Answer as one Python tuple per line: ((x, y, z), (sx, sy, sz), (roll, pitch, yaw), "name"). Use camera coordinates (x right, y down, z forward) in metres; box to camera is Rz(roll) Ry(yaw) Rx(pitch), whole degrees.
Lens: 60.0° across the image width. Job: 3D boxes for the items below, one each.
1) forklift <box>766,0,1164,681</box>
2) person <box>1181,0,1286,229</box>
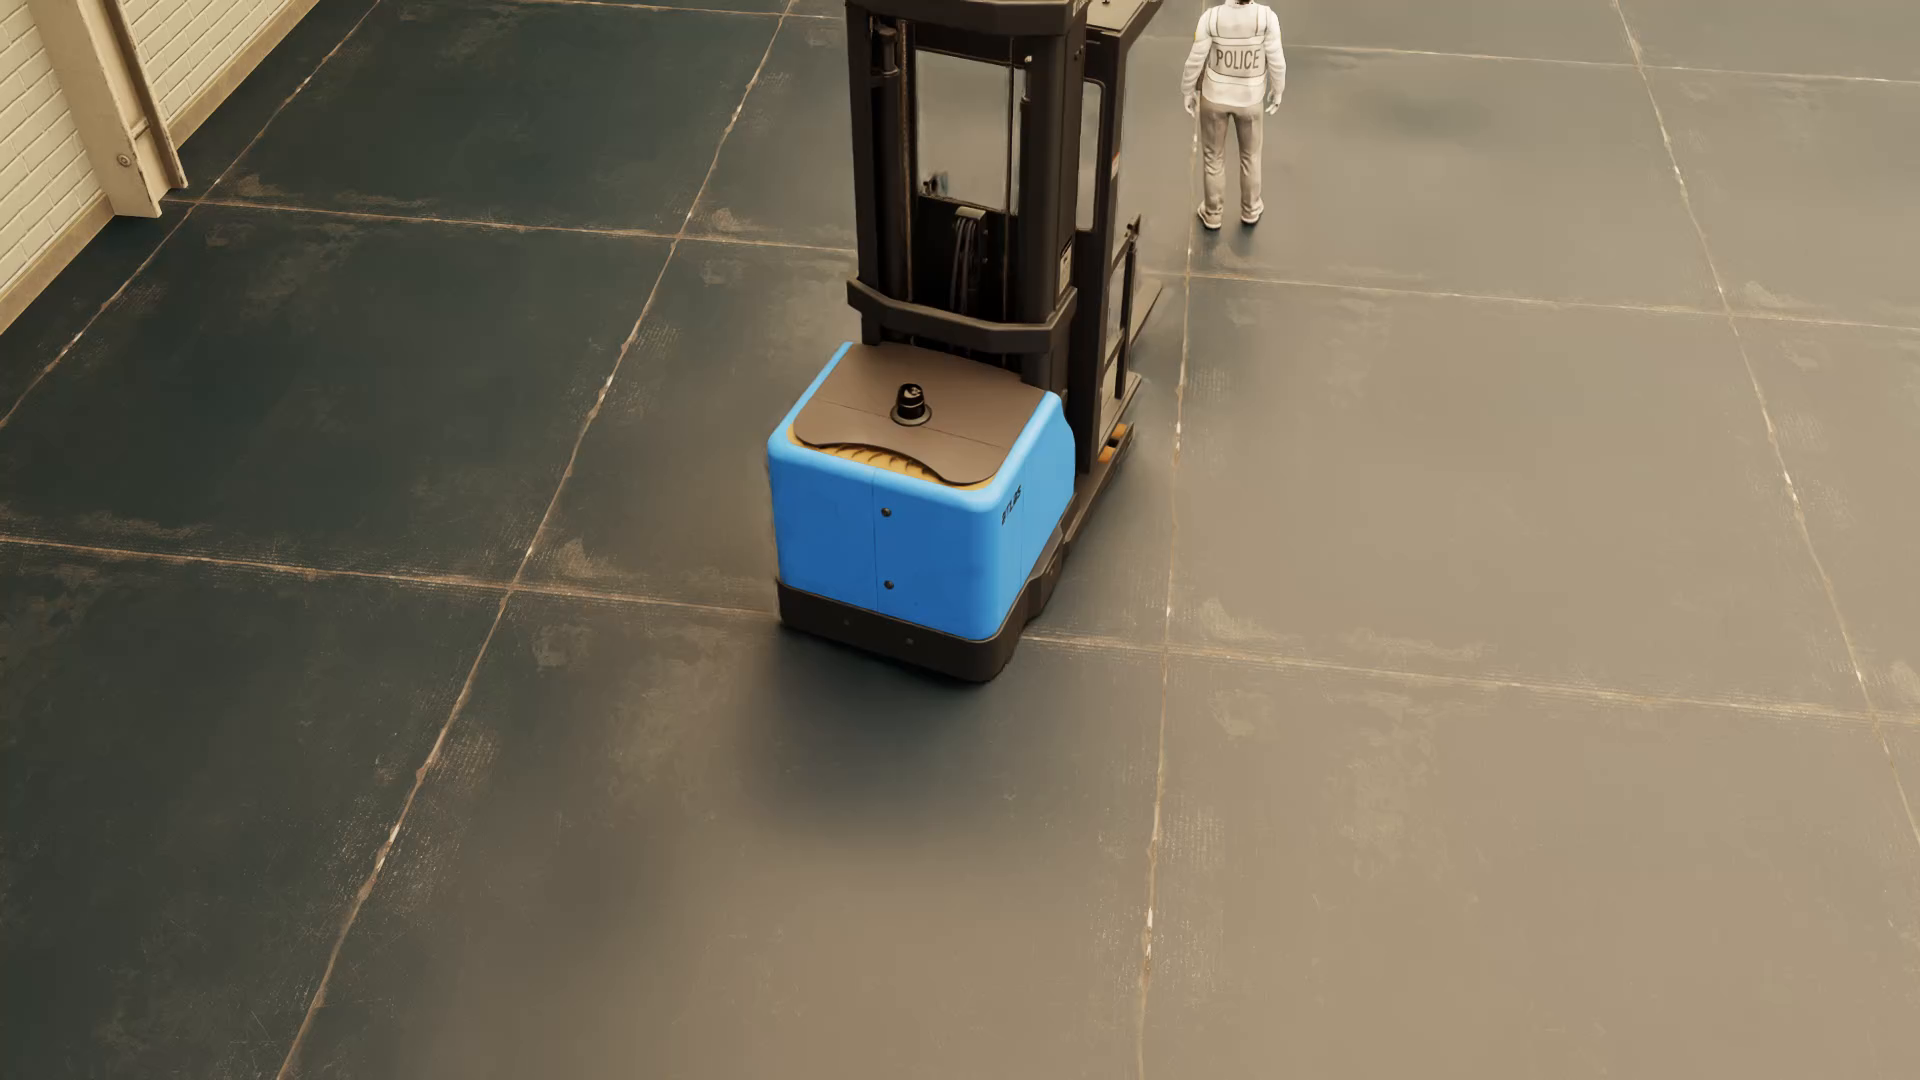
((0.223, -1.481, 7.336), (1.130, 2.935, 3.031), (16, 45, 16), "forklift")
((1.535, -2.534, 9.393), (0.575, 1.702, 0.514), (5, 43, 5), "person")
